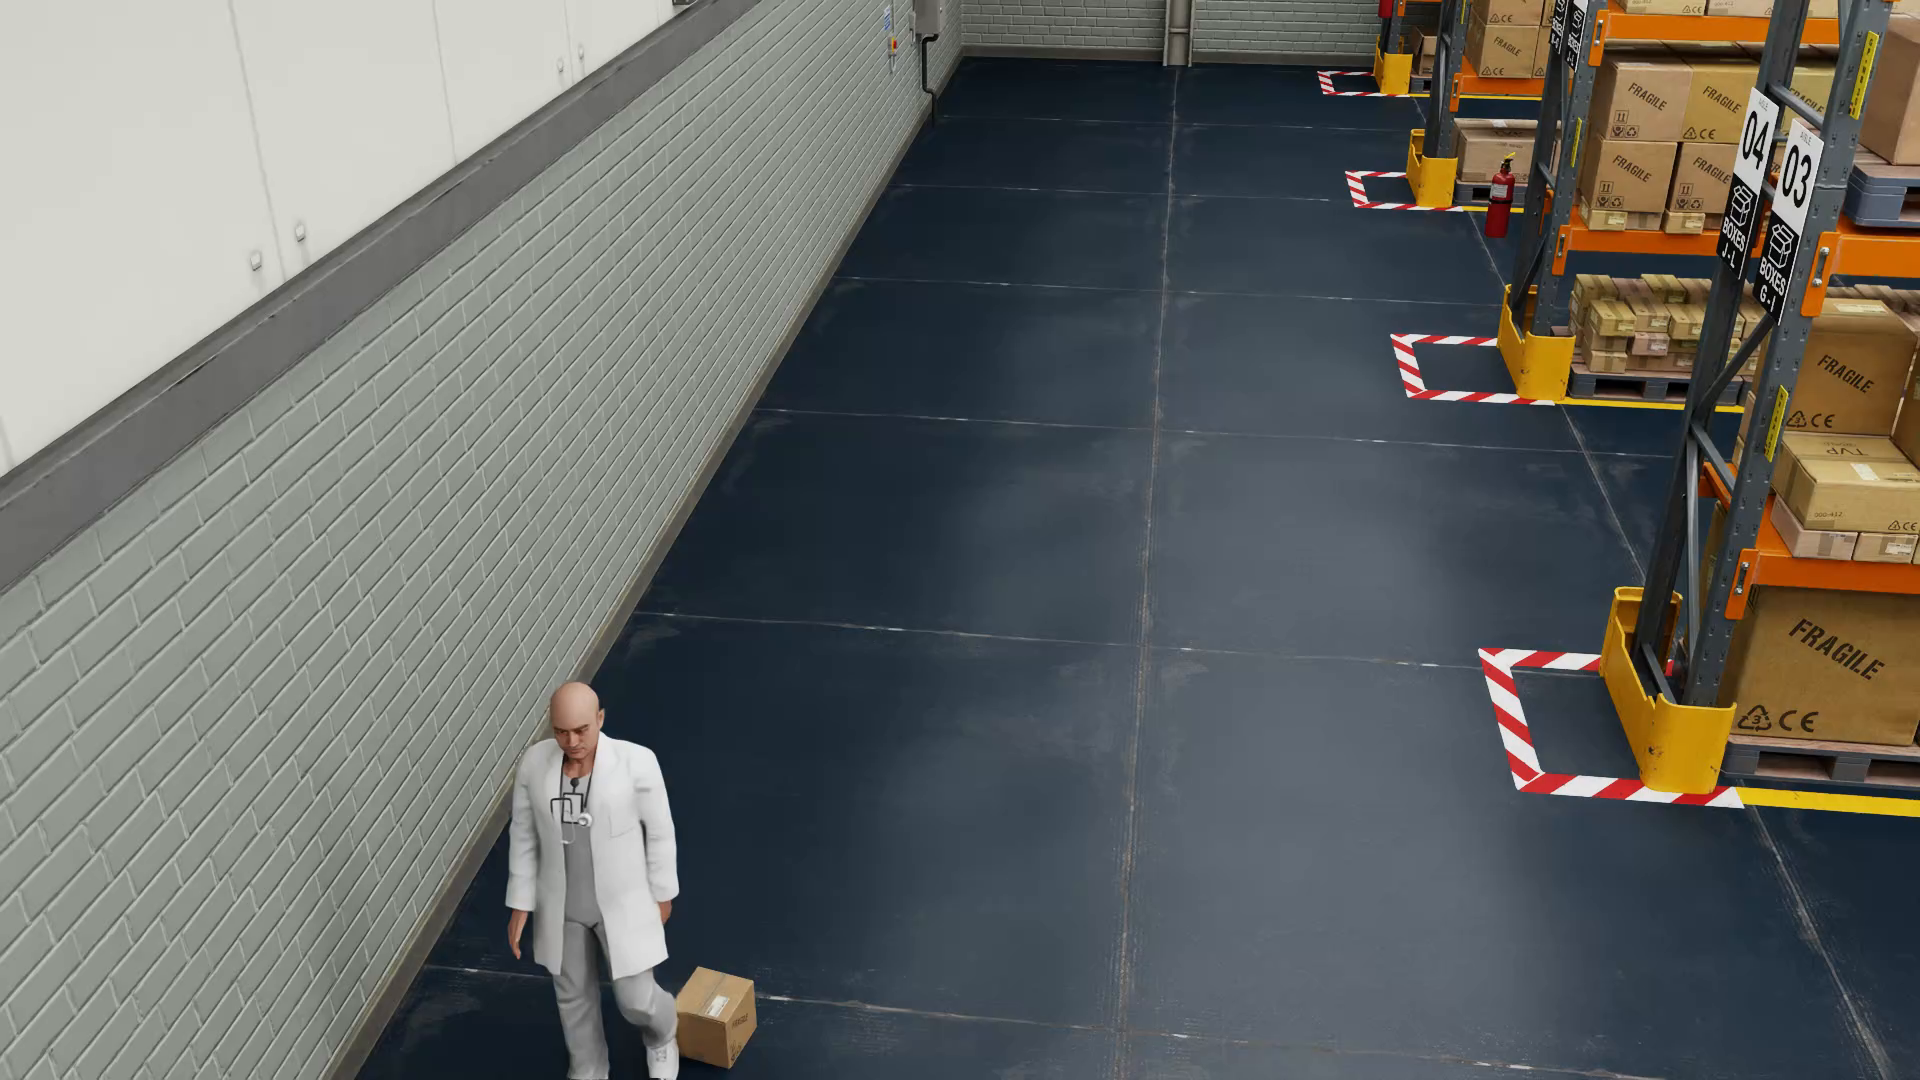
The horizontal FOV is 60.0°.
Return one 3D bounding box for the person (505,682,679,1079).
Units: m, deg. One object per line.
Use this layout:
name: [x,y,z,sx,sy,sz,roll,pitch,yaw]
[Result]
person: [-1.337,1.323,6.118,0.601,1.781,0.505,3,28,6]
